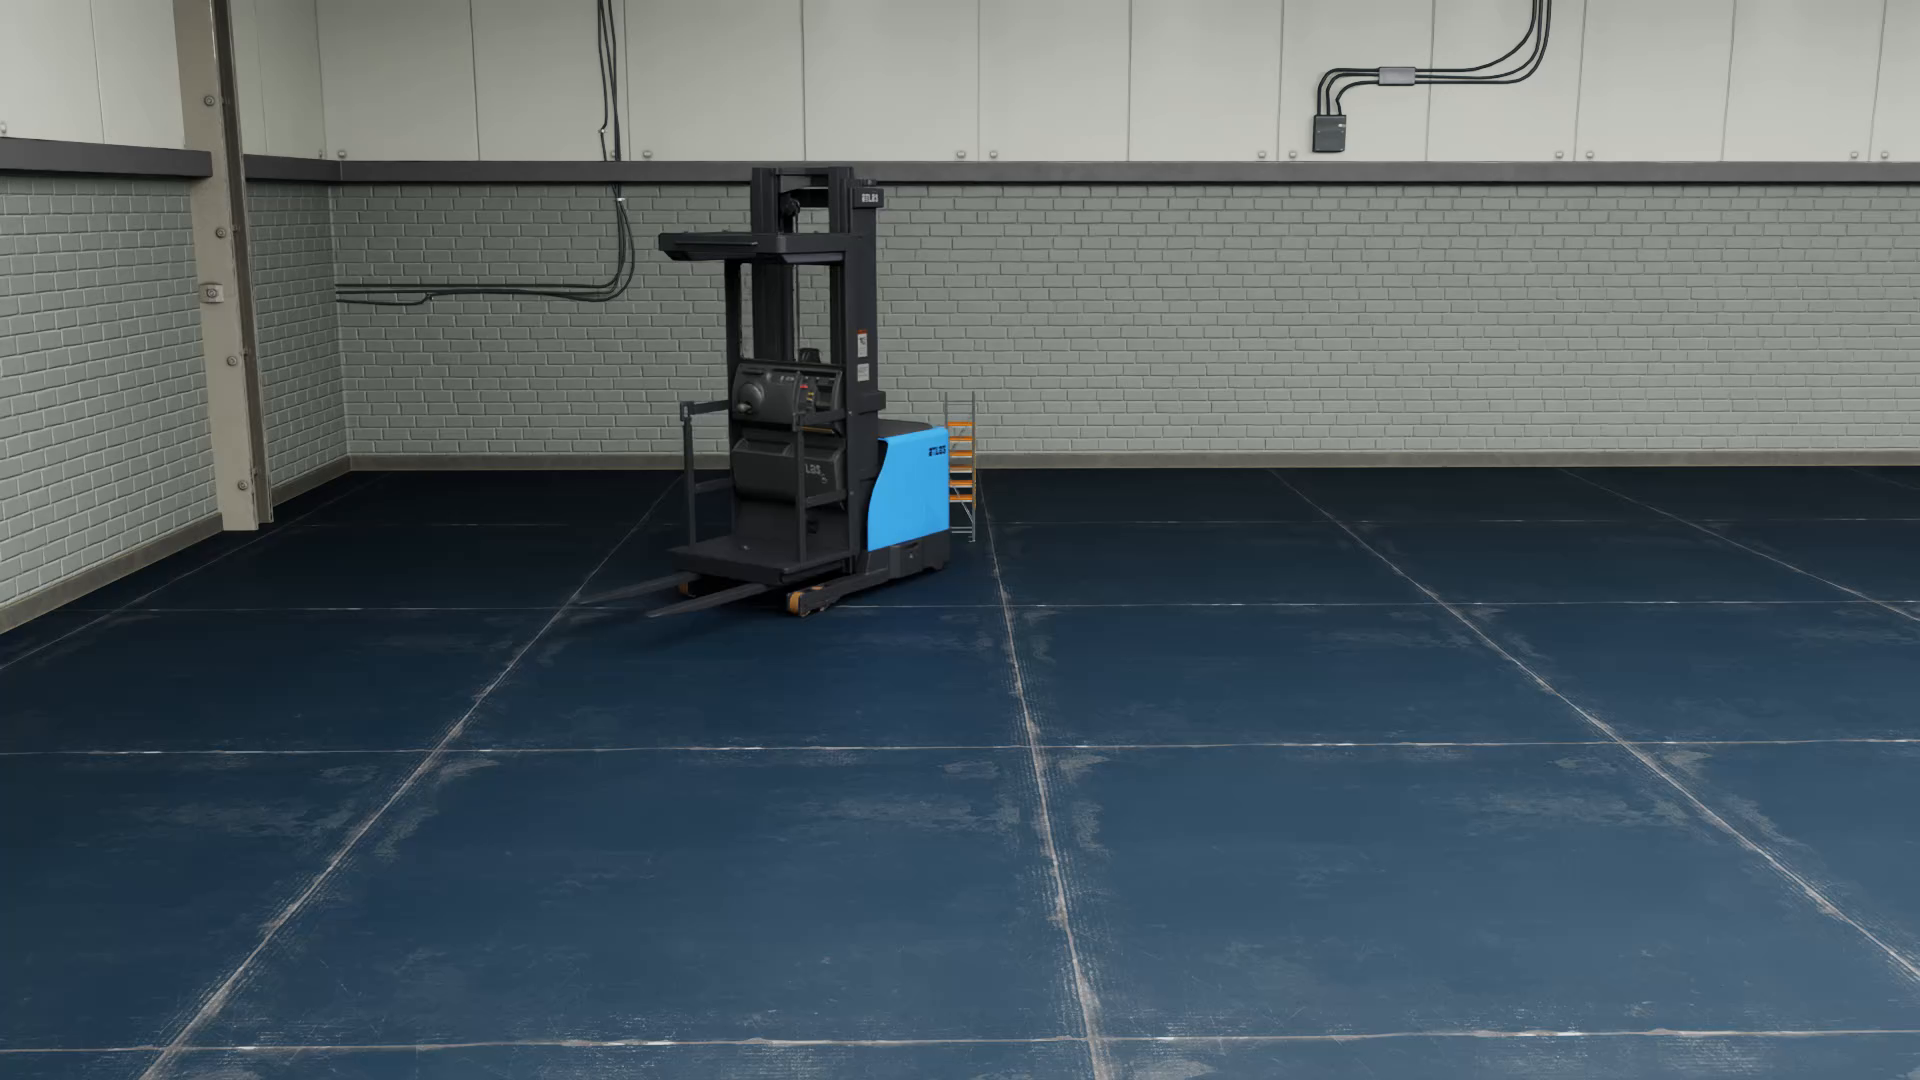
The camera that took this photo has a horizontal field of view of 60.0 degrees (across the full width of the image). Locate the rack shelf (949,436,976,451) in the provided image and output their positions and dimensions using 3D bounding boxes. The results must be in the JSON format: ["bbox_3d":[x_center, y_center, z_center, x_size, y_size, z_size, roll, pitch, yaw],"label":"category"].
[{"bbox_3d":[0.000,-0.783,13.415,0.258,0.103,0.180,0,11,-1],"label":"rack shelf"}]

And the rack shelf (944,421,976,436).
[{"bbox_3d":[0.000,-0.900,13.391,0.258,0.103,0.180,0,11,-1],"label":"rack shelf"}]

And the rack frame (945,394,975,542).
[{"bbox_3d":[0.002,-0.573,13.364,0.240,1.200,0.006,0,11,-1],"label":"rack frame"}]

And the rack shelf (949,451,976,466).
[{"bbox_3d":[0.000,-0.665,13.439,0.258,0.103,0.180,0,11,-1],"label":"rack shelf"}]

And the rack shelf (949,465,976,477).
[{"bbox_3d":[0.000,-0.547,13.463,0.258,0.103,0.180,0,11,-1],"label":"rack shelf"}]

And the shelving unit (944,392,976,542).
[{"bbox_3d":[0.000,-0.591,13.454,0.258,1.200,0.189,0,11,-1],"label":"shelving unit"}]

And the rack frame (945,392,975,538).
[{"bbox_3d":[-0.002,-0.609,13.544,0.240,1.200,0.006,0,11,-1],"label":"rack frame"}]

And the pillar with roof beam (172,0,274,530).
[{"bbox_3d":[-1.767,-4.549,13.351,9.100,9.000,0.400,0,11,-1],"label":"pillar with roof beam"}]

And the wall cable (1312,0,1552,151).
[{"bbox_3d":[4.682,-6.825,16.015,2.305,6.003,0.169,0,11,-1],"label":"wall cable"}]

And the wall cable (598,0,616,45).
[{"bbox_3d":[-2.105,-6.087,16.038,3.097,2.526,0.112,0,11,-1],"label":"wall cable"}]

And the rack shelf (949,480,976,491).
[{"bbox_3d":[0.000,-0.430,13.487,0.258,0.103,0.180,0,11,-1],"label":"rack shelf"}]

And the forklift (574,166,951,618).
[{"bbox_3d":[-1.312,-1.036,11.292,1.130,2.935,3.031,8,14,34],"label":"forklift"}]

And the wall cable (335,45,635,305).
[{"bbox_3d":[-4.810,-3.601,16.486,3.097,2.526,0.112,0,11,-1],"label":"wall cable"}]

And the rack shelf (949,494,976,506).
[{"bbox_3d":[0.000,-0.312,13.511,0.258,0.103,0.180,0,11,-1],"label":"rack shelf"}]
